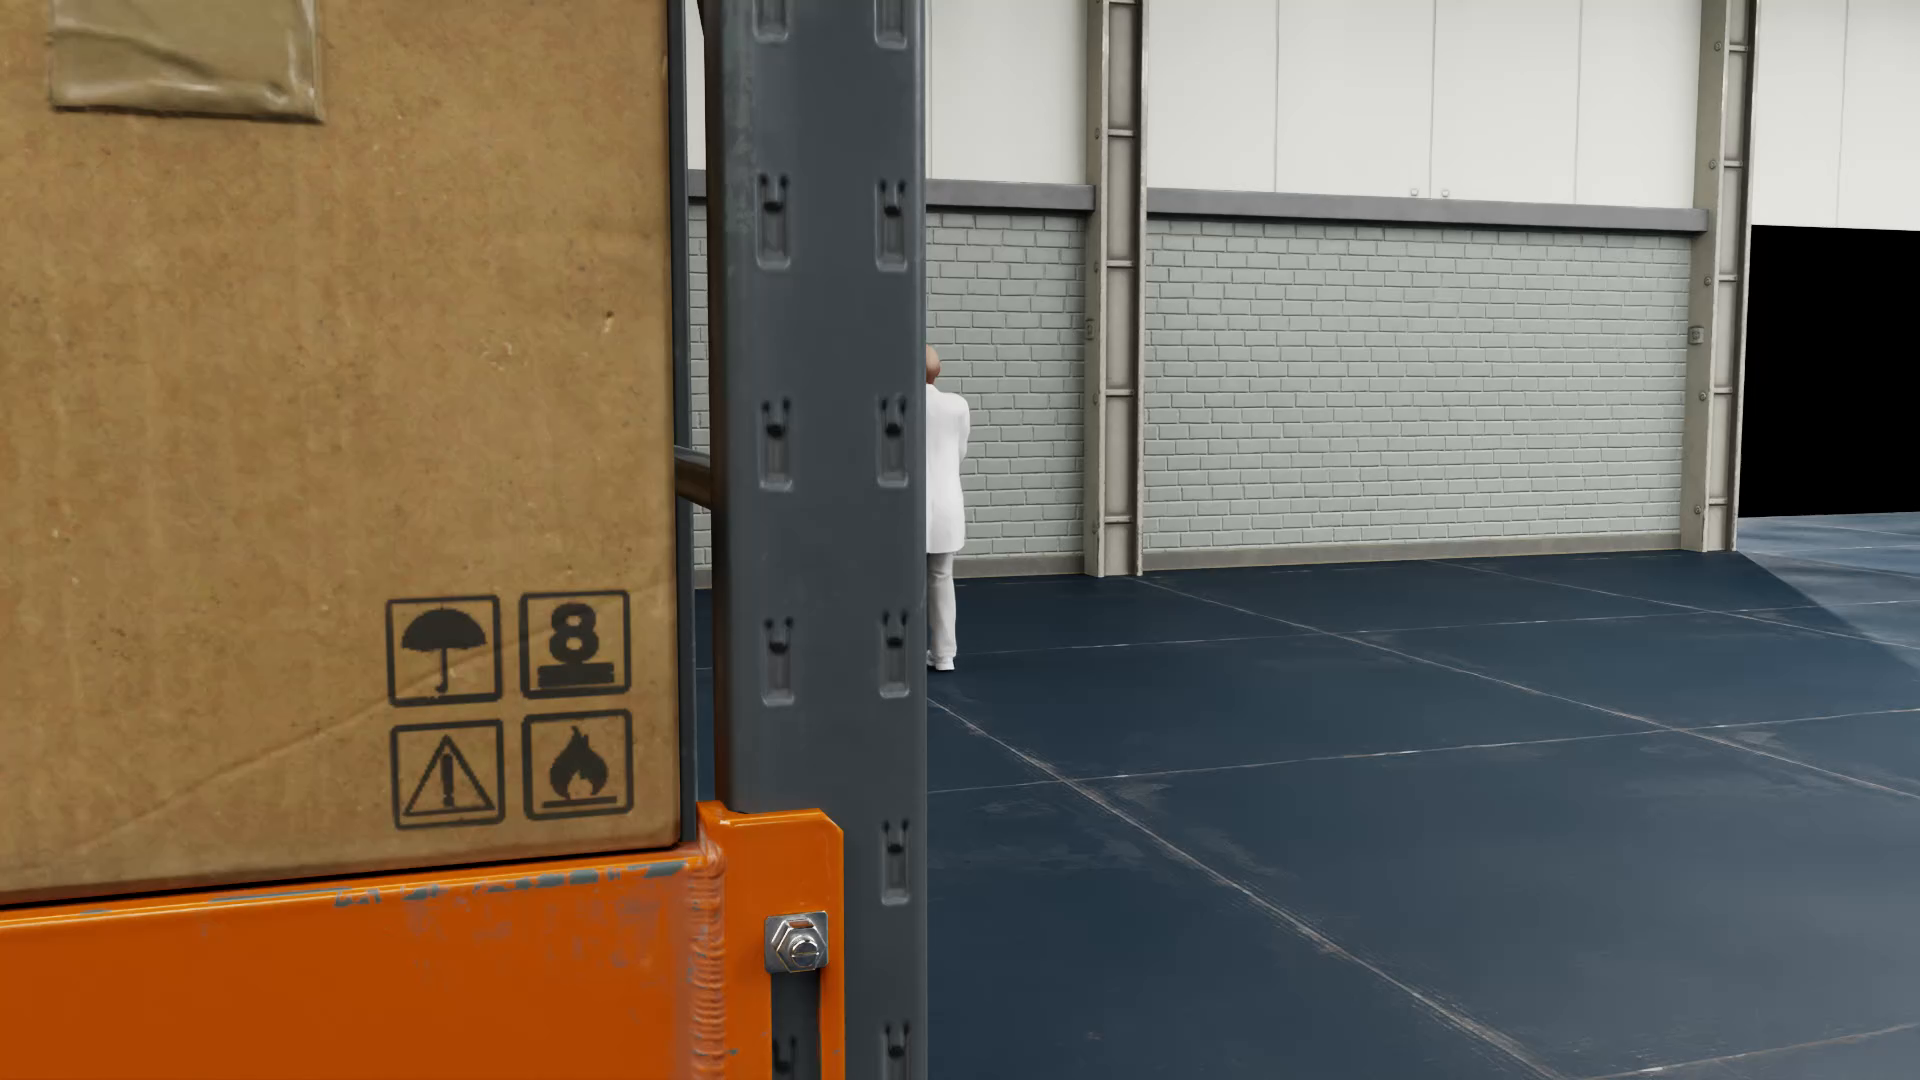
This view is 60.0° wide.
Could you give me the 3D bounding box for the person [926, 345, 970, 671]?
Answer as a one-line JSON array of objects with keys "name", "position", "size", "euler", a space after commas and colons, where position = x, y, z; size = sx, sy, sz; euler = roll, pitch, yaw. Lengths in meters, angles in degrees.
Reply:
[{"name": "person", "position": [-0.240, -0.176, 9.079], "size": [0.527, 1.769, 0.563], "euler": [-2, 6, -18]}]
